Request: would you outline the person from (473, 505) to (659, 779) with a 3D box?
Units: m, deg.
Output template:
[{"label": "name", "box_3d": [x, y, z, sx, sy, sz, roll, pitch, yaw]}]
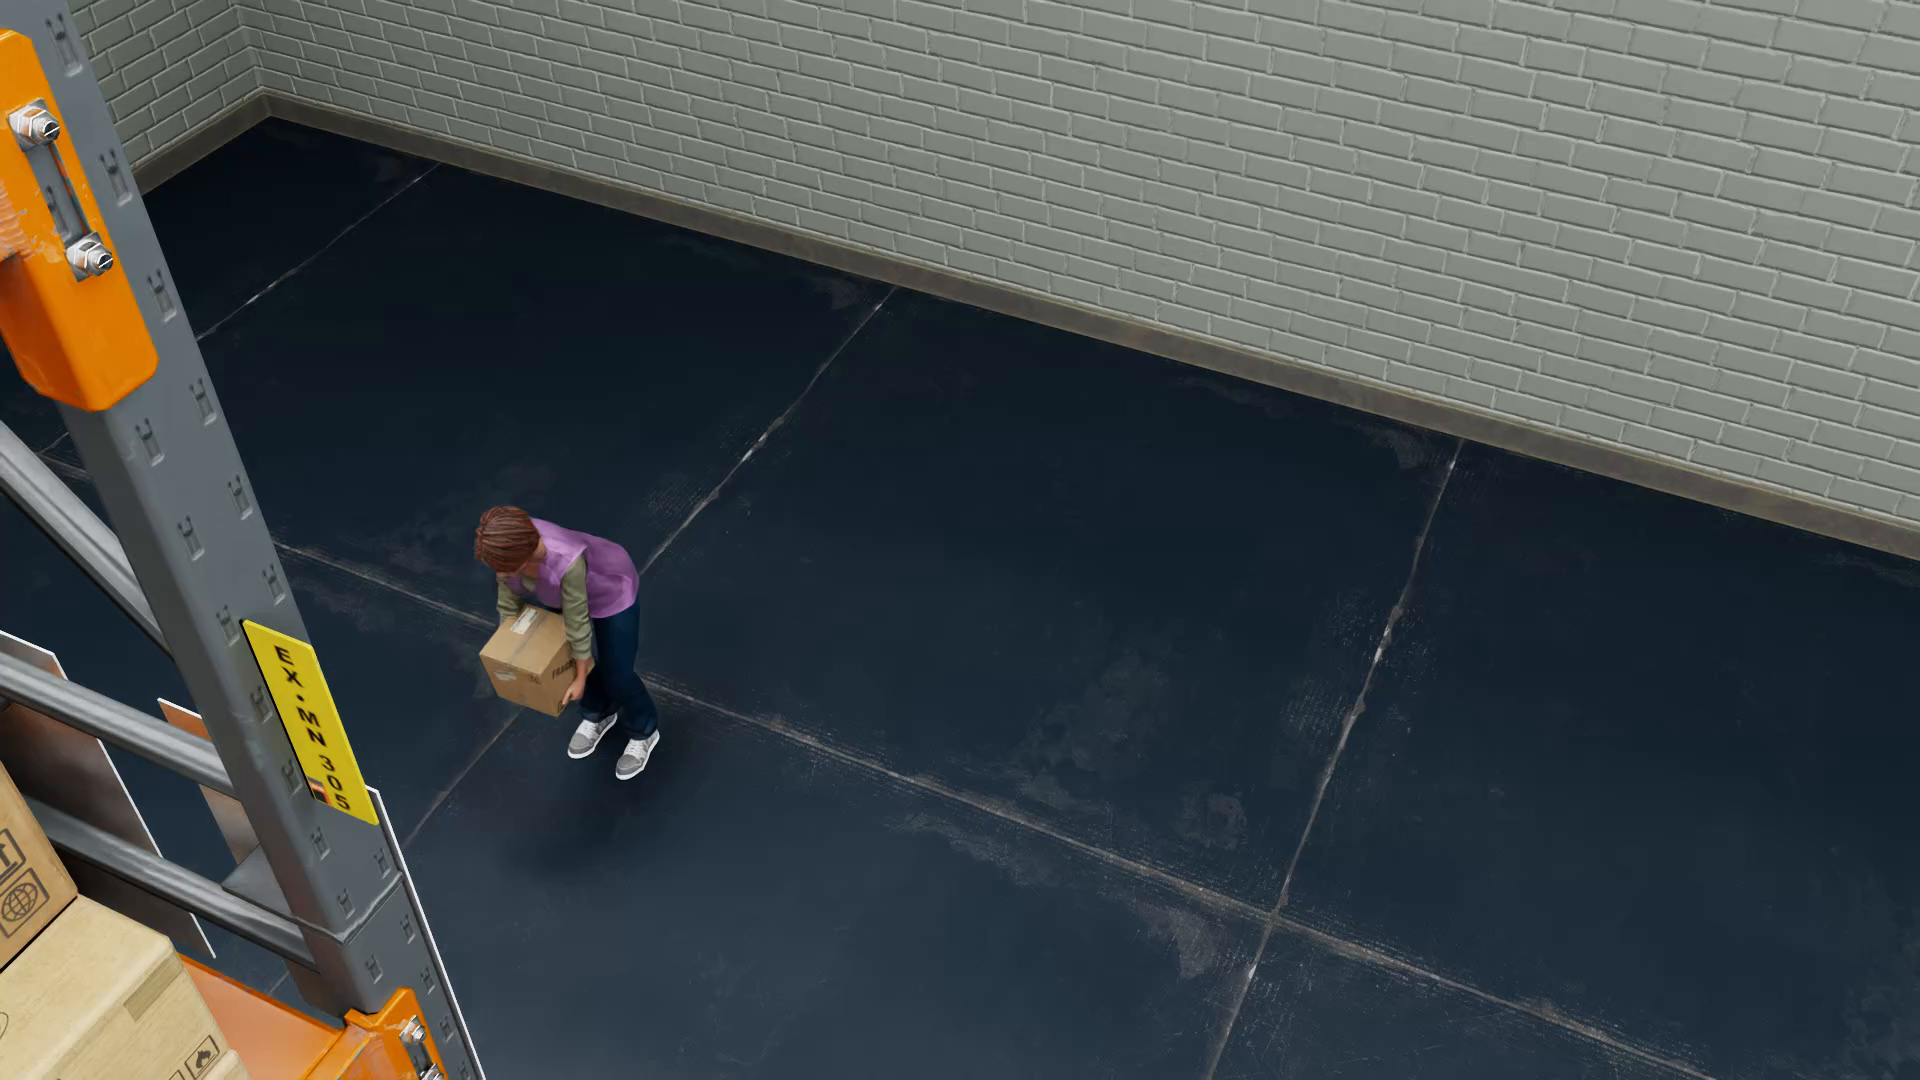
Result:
[{"label": "person", "box_3d": [-1.387, 0.339, 5.907, 0.373, 1.458, 0.636, 17, 45, 17]}]
